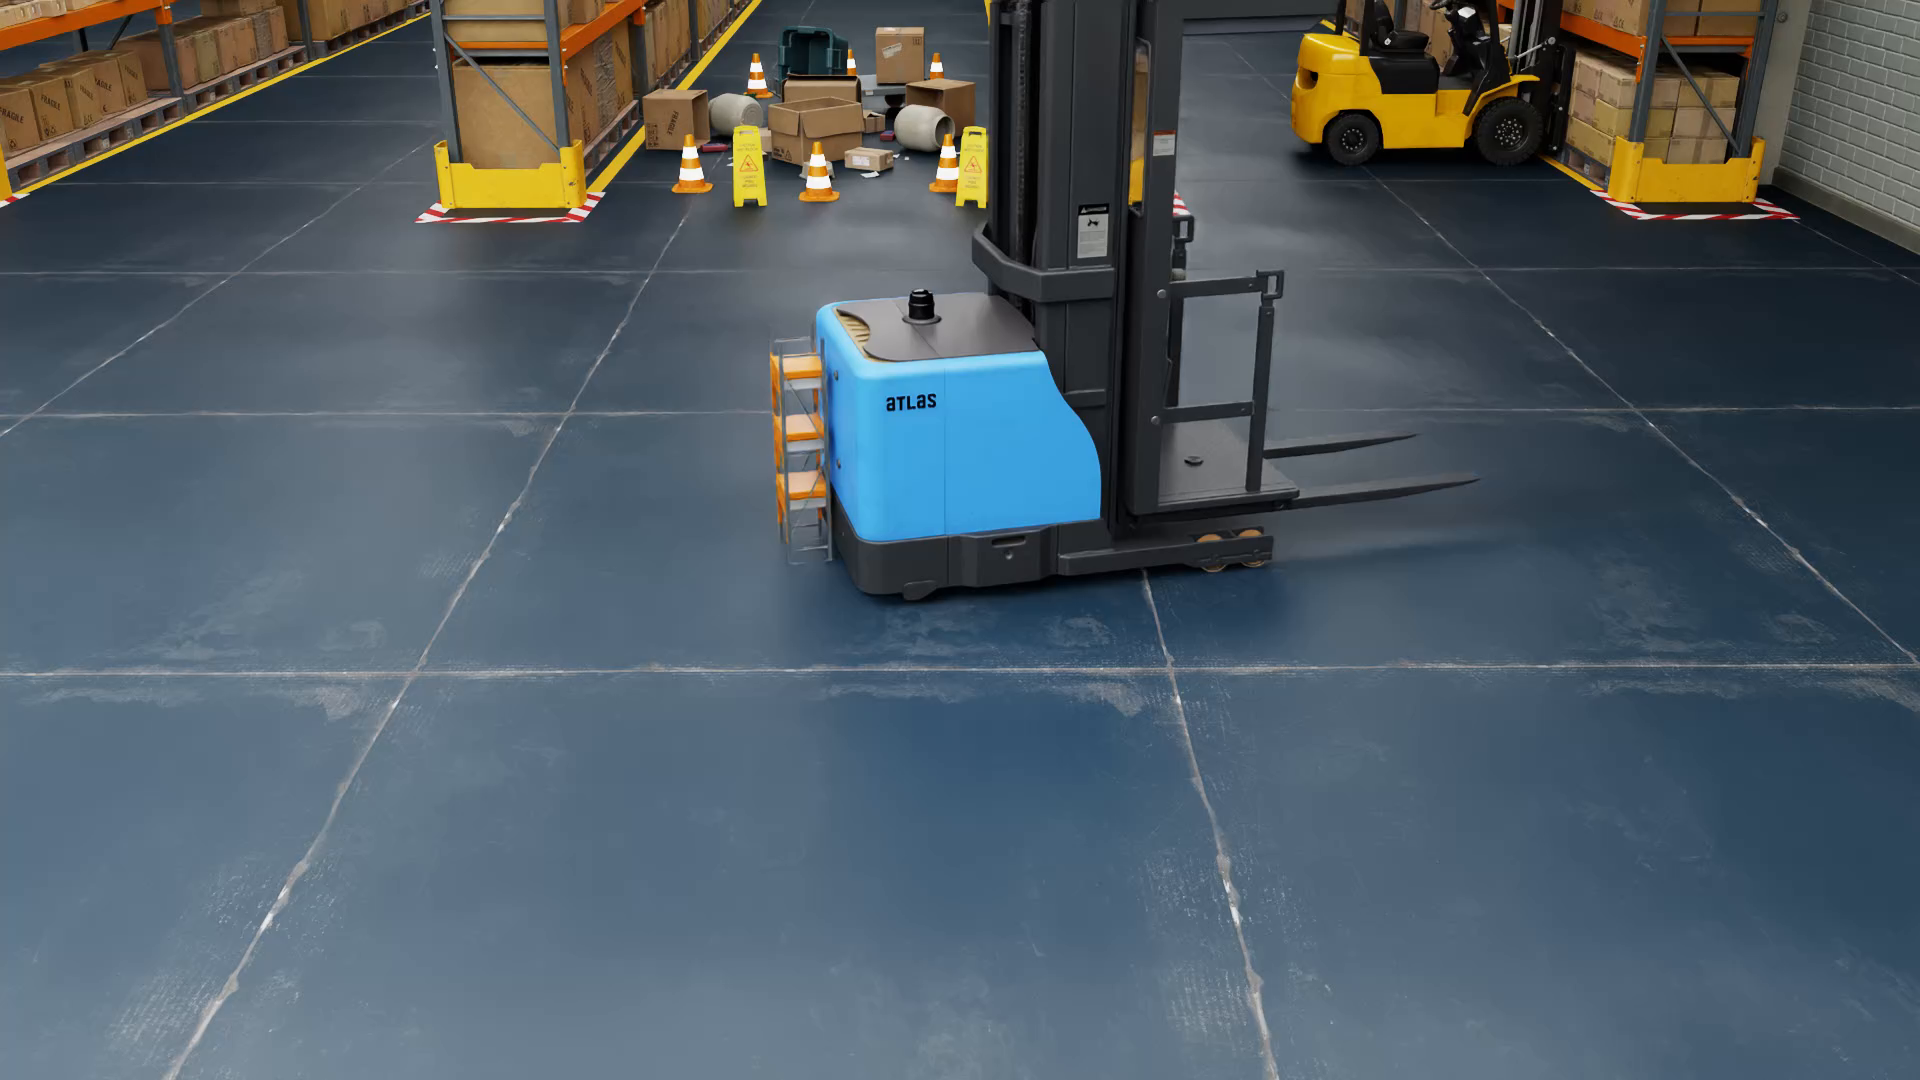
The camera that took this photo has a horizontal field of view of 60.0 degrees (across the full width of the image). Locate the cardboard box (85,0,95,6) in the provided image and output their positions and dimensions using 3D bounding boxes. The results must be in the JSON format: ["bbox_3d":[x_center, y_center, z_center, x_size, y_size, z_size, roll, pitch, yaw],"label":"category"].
[{"bbox_3d":[-8.497,-5.164,15.833,0.380,0.149,0.250,0,24,-1],"label":"cardboard box"}]

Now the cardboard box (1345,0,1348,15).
[{"bbox_3d":[5.824,-7.879,24.054,0.500,0.500,0.500,-1,24,-1],"label":"cardboard box"}]

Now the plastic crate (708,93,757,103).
[{"bbox_3d":[-2.485,-4.541,17.493,0.450,0.188,0.662,3,22,31],"label":"plastic crate"}]

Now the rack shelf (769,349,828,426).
[{"bbox_3d":[-0.708,-0.672,7.300,0.215,0.259,0.240,-6,25,-13],"label":"rack shelf"}]

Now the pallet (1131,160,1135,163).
[{"bbox_3d":[1.222,-3.373,14.952,1.003,0.211,1.213,0,24,-1],"label":"pallet"}]

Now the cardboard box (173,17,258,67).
[{"bbox_3d":[-8.742,-5.853,19.551,0.700,0.500,0.500,2,24,4],"label":"cardboard box"}]

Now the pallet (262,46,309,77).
[{"bbox_3d":[-8.794,-5.937,20.621,1.003,0.211,1.213,0,24,-1],"label":"pallet"}]

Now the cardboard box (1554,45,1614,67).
[{"bbox_3d":[5.817,-4.511,15.698,0.500,0.250,0.500,-1,24,-2],"label":"cardboard box"}]

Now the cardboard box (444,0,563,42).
[{"bbox_3d":[-3.802,-4.435,13.734,0.875,0.550,0.550,0,24,-1],"label":"cardboard box"}]

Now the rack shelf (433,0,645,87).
[{"bbox_3d":[-3.775,-4.710,15.397,1.077,0.370,4.000,0,24,-1],"label":"rack shelf"}]

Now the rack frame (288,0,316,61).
[{"bbox_3d":[-8.801,-7.530,20.758,1.000,3.000,0.127,0,24,-1],"label":"rack frame"}]

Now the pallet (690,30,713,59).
[{"bbox_3d":[-3.847,-6.562,22.002,1.003,0.211,1.213,0,24,-1],"label":"pallet"}]

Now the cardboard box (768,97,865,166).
[{"bbox_3d":[-1.355,-3.853,15.658,0.797,0.503,0.637,-19,31,-36],"label":"cardboard box"}]

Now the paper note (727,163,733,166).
[{"bbox_3d":[-2.072,-3.497,15.447,0.144,0.017,0.142,8,26,18],"label":"paper note"}]

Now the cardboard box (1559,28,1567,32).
[{"bbox_3d":[6.314,-5.142,17.093,0.500,0.250,0.500,0,24,0],"label":"cardboard box"}]

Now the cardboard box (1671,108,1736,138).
[{"bbox_3d":[6.362,-3.662,14.428,0.500,0.250,0.500,0,24,0],"label":"cardboard box"}]

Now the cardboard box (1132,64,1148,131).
[{"bbox_3d":[1.463,-3.901,14.653,0.500,0.500,0.500,-1,24,-2],"label":"cardboard box"}]

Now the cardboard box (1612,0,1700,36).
[{"bbox_3d":[5.891,-4.549,14.046,0.500,0.500,0.500,-1,24,-2],"label":"cardboard box"}]

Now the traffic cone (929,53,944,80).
[{"bbox_3d":[-0.261,-5.275,18.851,0.336,0.463,0.334,0,24,-1],"label":"traffic cone"}]

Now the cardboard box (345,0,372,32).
[{"bbox_3d":[-8.790,-7.405,22.551,1.225,0.875,0.875,0,24,0],"label":"cardboard box"}]

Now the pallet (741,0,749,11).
[{"bbox_3d":[-3.943,-8.669,26.660,1.003,0.211,1.213,0,24,-1],"label":"pallet"}]

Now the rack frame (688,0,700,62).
[{"bbox_3d":[-3.840,-7.510,20.716,1.000,3.000,0.127,0,24,-1],"label":"rack frame"}]

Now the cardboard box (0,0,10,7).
[{"bbox_3d":[-8.818,-4.846,14.343,0.875,0.500,0.500,0,24,-1],"label":"cardboard box"}]

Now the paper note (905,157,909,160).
[{"bbox_3d":[-0.503,-3.608,15.716,0.032,0.001,0.123,0,24,-1],"label":"paper note"}]

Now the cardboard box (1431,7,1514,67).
[{"bbox_3d":[6.088,-5.904,19.535,0.875,0.625,0.625,-1,24,-3],"label":"cardboard box"}]

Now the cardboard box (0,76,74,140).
[{"bbox_3d":[-8.732,-4.047,15.582,0.500,0.500,0.500,2,24,4],"label":"cardboard box"}]

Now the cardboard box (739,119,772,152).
[{"bbox_3d":[-1.936,-3.916,16.087,0.396,0.266,0.258,4,25,9],"label":"cardboard box"}]

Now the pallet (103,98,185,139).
[{"bbox_3d":[-8.715,-4.334,17.077,1.003,0.211,1.213,0,24,-1],"label":"pallet"}]

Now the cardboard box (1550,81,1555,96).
[{"bbox_3d":[5.818,-4.292,15.821,0.500,0.250,0.500,0,24,-1],"label":"cardboard box"}]

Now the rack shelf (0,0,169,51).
[{"bbox_3d":[-8.735,-4.729,15.440,1.077,0.370,4.000,0,24,-1],"label":"rack shelf"}]

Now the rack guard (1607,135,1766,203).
[{"bbox_3d":[6.159,-3.153,14.114,1.175,0.500,0.348,0,24,-1],"label":"rack guard"}]

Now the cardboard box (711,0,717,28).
[{"bbox_3d":[-3.612,-7.274,22.717,0.500,0.500,0.500,-1,24,-2],"label":"cardboard box"}]

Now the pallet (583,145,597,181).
[{"bbox_3d":[-3.840,-3.272,14.729,1.003,0.211,1.213,0,24,-1],"label":"pallet"}]

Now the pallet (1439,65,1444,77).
[{"bbox_3d":[6.052,-5.487,19.625,1.003,0.211,1.213,0,24,-1],"label":"pallet"}]

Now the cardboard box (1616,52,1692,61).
[{"bbox_3d":[6.339,-4.306,15.246,0.500,0.250,0.500,0,24,-1],"label":"cardboard box"}]

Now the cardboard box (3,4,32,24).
[{"bbox_3d":[-8.469,-4.649,14.695,0.380,0.149,0.250,0,24,-1],"label":"cardboard box"}]

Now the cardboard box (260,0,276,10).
[{"bbox_3d":[-8.764,-6.657,20.418,0.500,0.250,0.500,1,24,2],"label":"cardboard box"}]

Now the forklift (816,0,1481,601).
[{"bbox_3d":[0.914,-1.395,7.279,3.031,2.935,1.130,-6,25,-13],"label":"forklift"}]

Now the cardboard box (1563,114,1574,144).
[{"bbox_3d":[5.846,-3.843,15.435,0.500,0.250,0.500,0,24,0],"label":"cardboard box"}]

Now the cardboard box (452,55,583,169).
[{"bbox_3d":[-3.826,-3.716,14.395,0.875,0.875,0.875,0,24,0],"label":"cardboard box"}]

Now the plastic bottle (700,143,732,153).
[{"bbox_3d":[-2.354,-3.788,16.050,0.283,0.061,0.133,-9,26,-19],"label":"plastic bottle"}]

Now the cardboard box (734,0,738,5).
[{"bbox_3d":[-3.566,-8.202,25.196,0.380,0.149,0.250,-1,24,-3],"label":"cardboard box"}]

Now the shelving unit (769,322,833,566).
[{"bbox_3d":[-0.707,-0.424,7.412,0.215,1.050,0.252,-6,25,-13],"label":"shelving unit"}]

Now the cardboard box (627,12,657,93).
[{"bbox_3d":[-3.893,-5.284,18.013,1.050,0.750,0.750,0,24,-1],"label":"cardboard box"}]

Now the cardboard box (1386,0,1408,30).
[{"bbox_3d":[5.852,-6.824,21.721,0.500,0.500,0.500,0,24,1],"label":"cardboard box"}]

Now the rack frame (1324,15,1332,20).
[{"bbox_3d":[6.028,-9.246,24.554,1.000,3.000,0.127,0,24,-1],"label":"rack frame"}]

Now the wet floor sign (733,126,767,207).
[{"bbox_3d":[-1.773,-3.138,13.905,0.267,0.644,0.232,-4,25,-10],"label":"wet floor sign"}]
